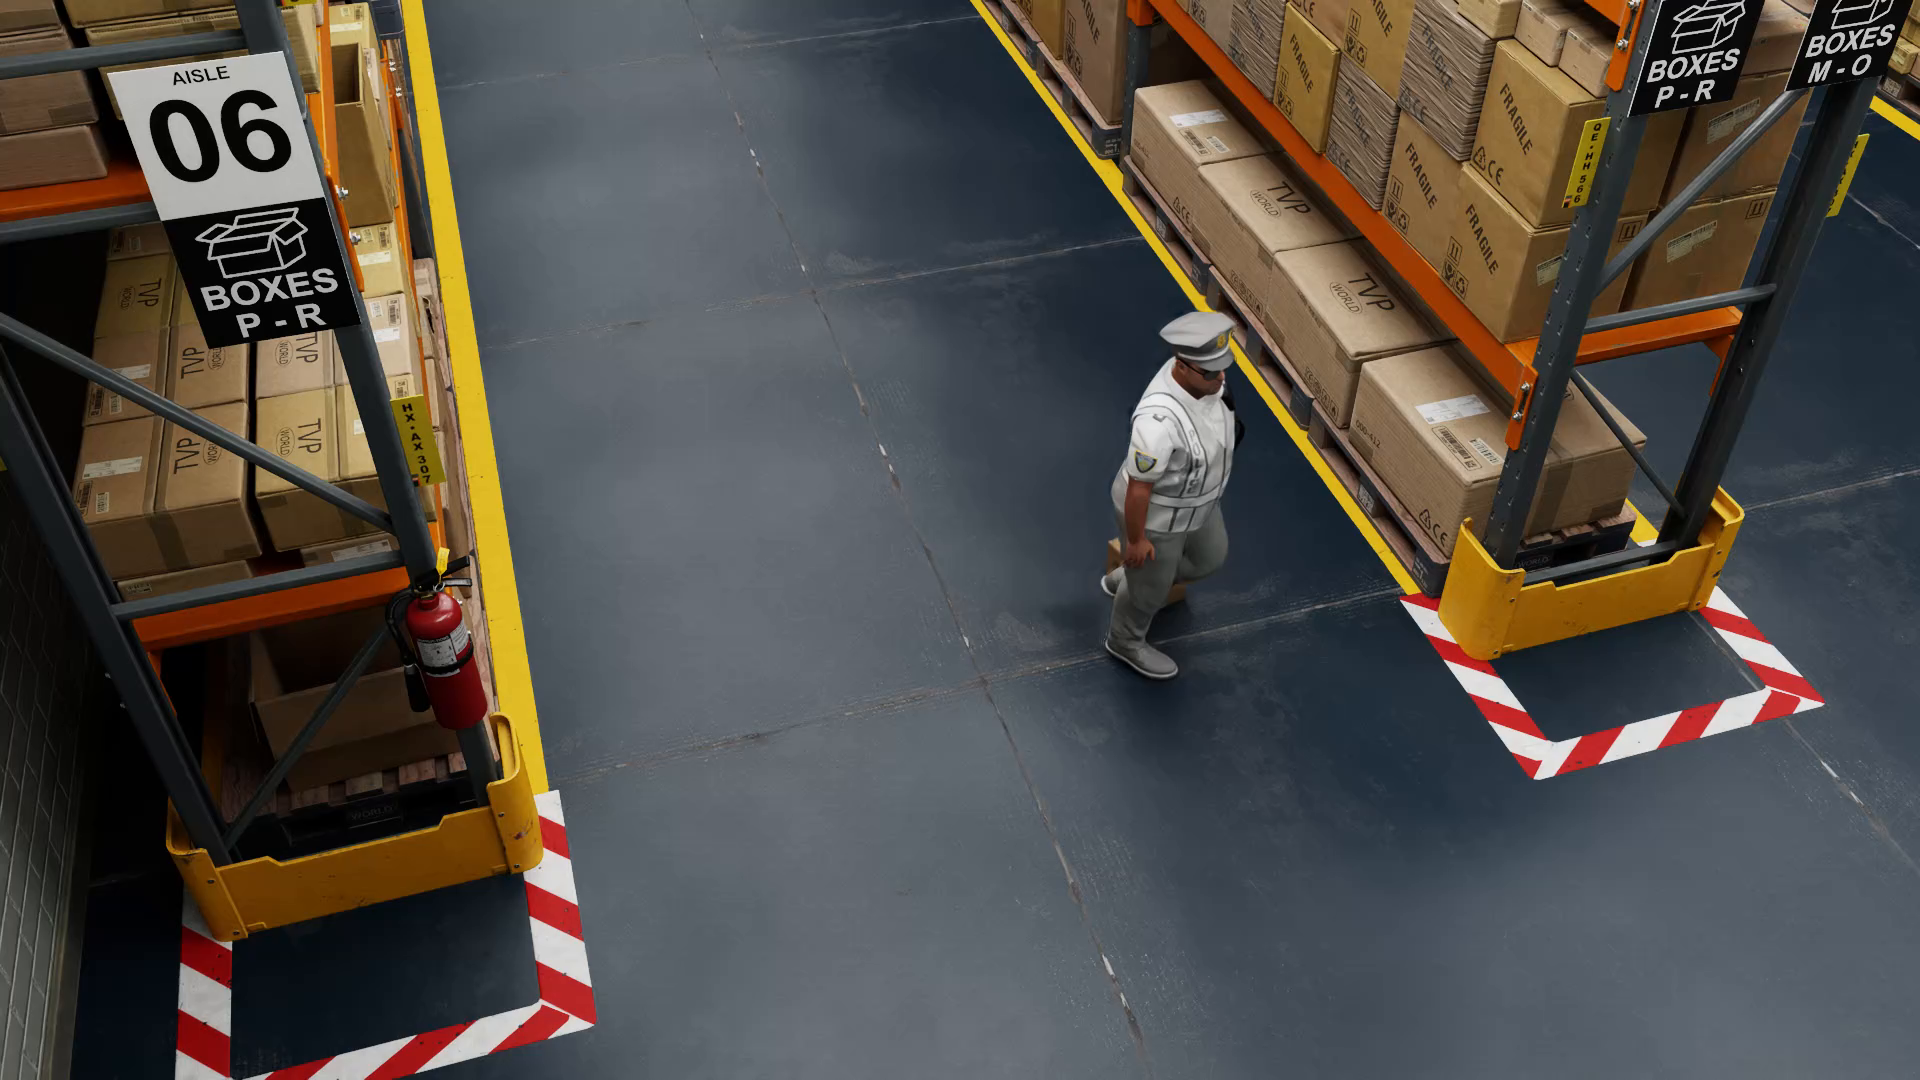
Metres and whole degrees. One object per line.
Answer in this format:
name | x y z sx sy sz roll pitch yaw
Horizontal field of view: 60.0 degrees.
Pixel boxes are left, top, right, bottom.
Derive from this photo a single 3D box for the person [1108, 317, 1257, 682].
person | 0.815 -0.132 6.274 0.478 1.749 0.581 25 48 26
